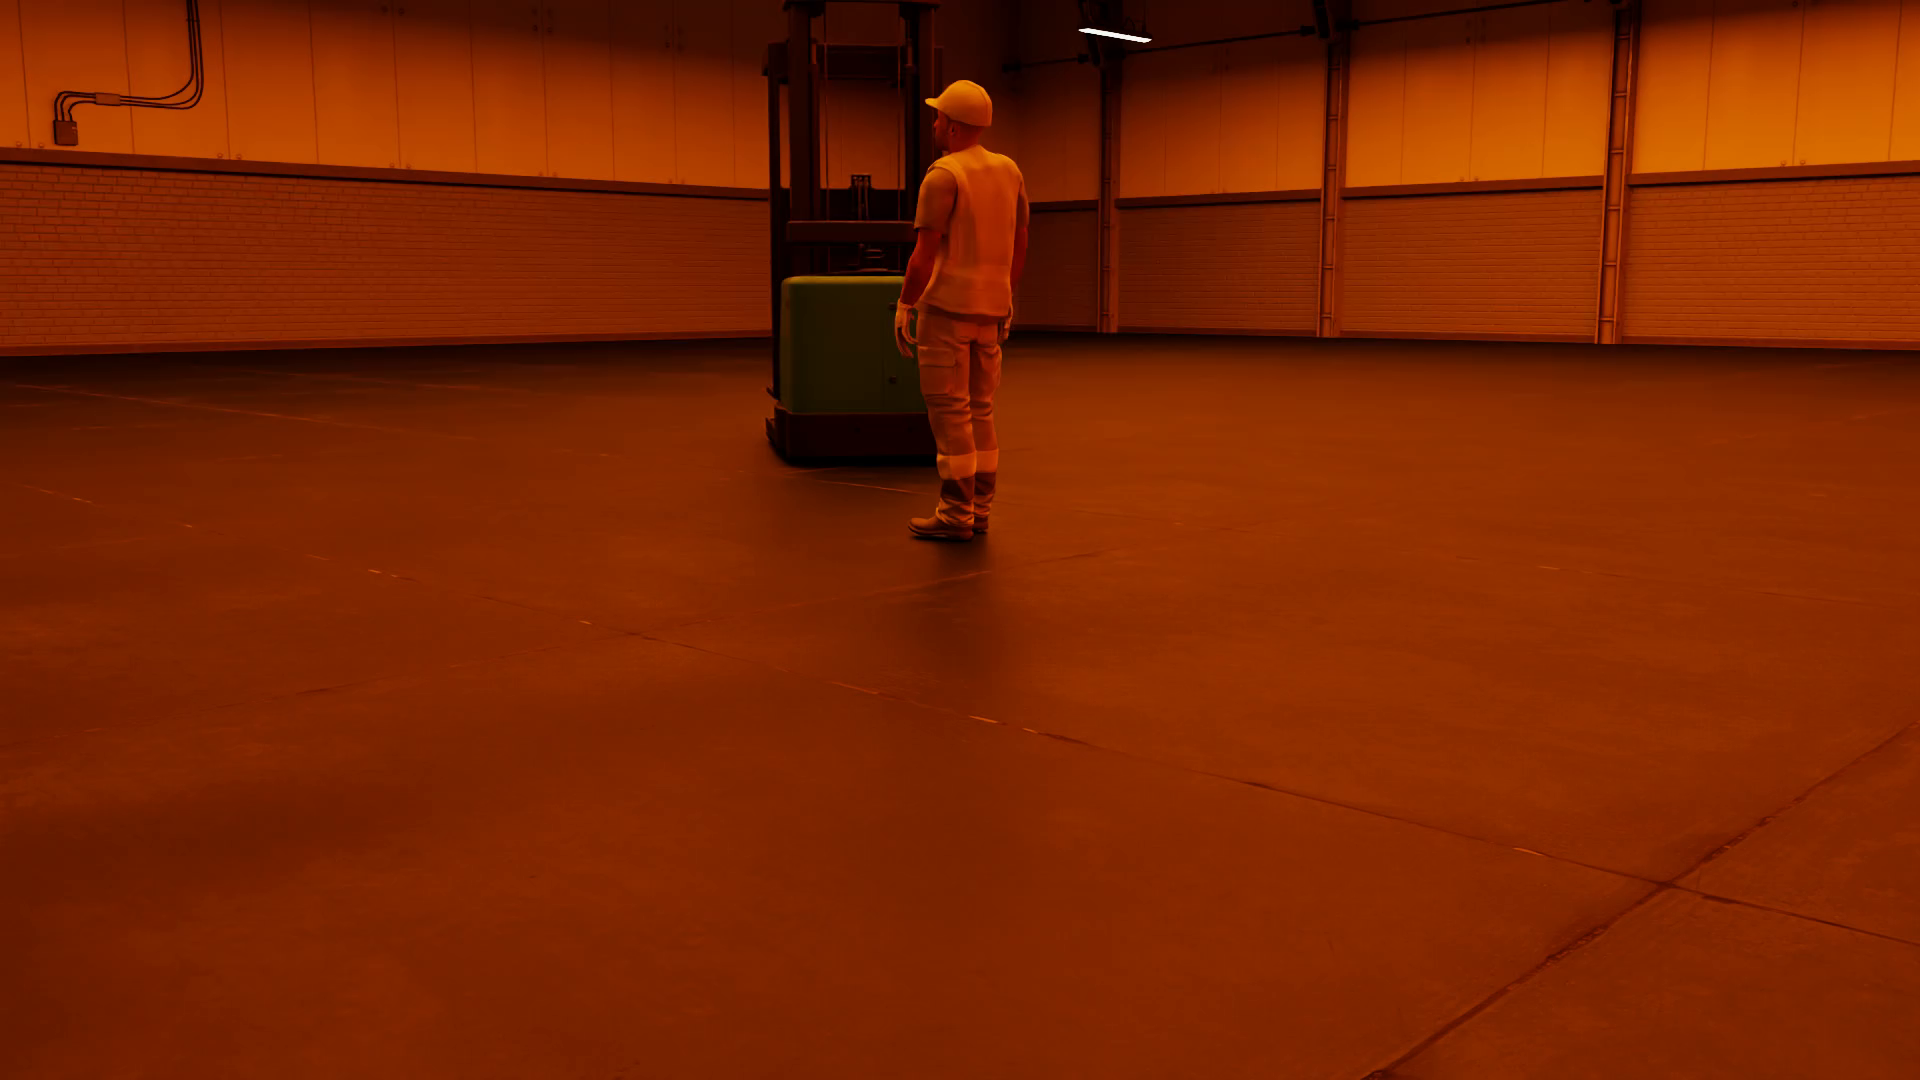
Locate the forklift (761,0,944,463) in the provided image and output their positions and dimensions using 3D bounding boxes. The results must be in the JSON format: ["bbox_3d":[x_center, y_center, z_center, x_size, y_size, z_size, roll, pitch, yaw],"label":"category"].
[{"bbox_3d":[-0.688,-2.078,10.672,1.130,2.935,3.031,-1,9,-10],"label":"forklift"}]

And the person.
[{"bbox_3d":[-0.051,-0.901,6.646,0.562,1.789,0.638,8,12,43],"label":"person"}]
